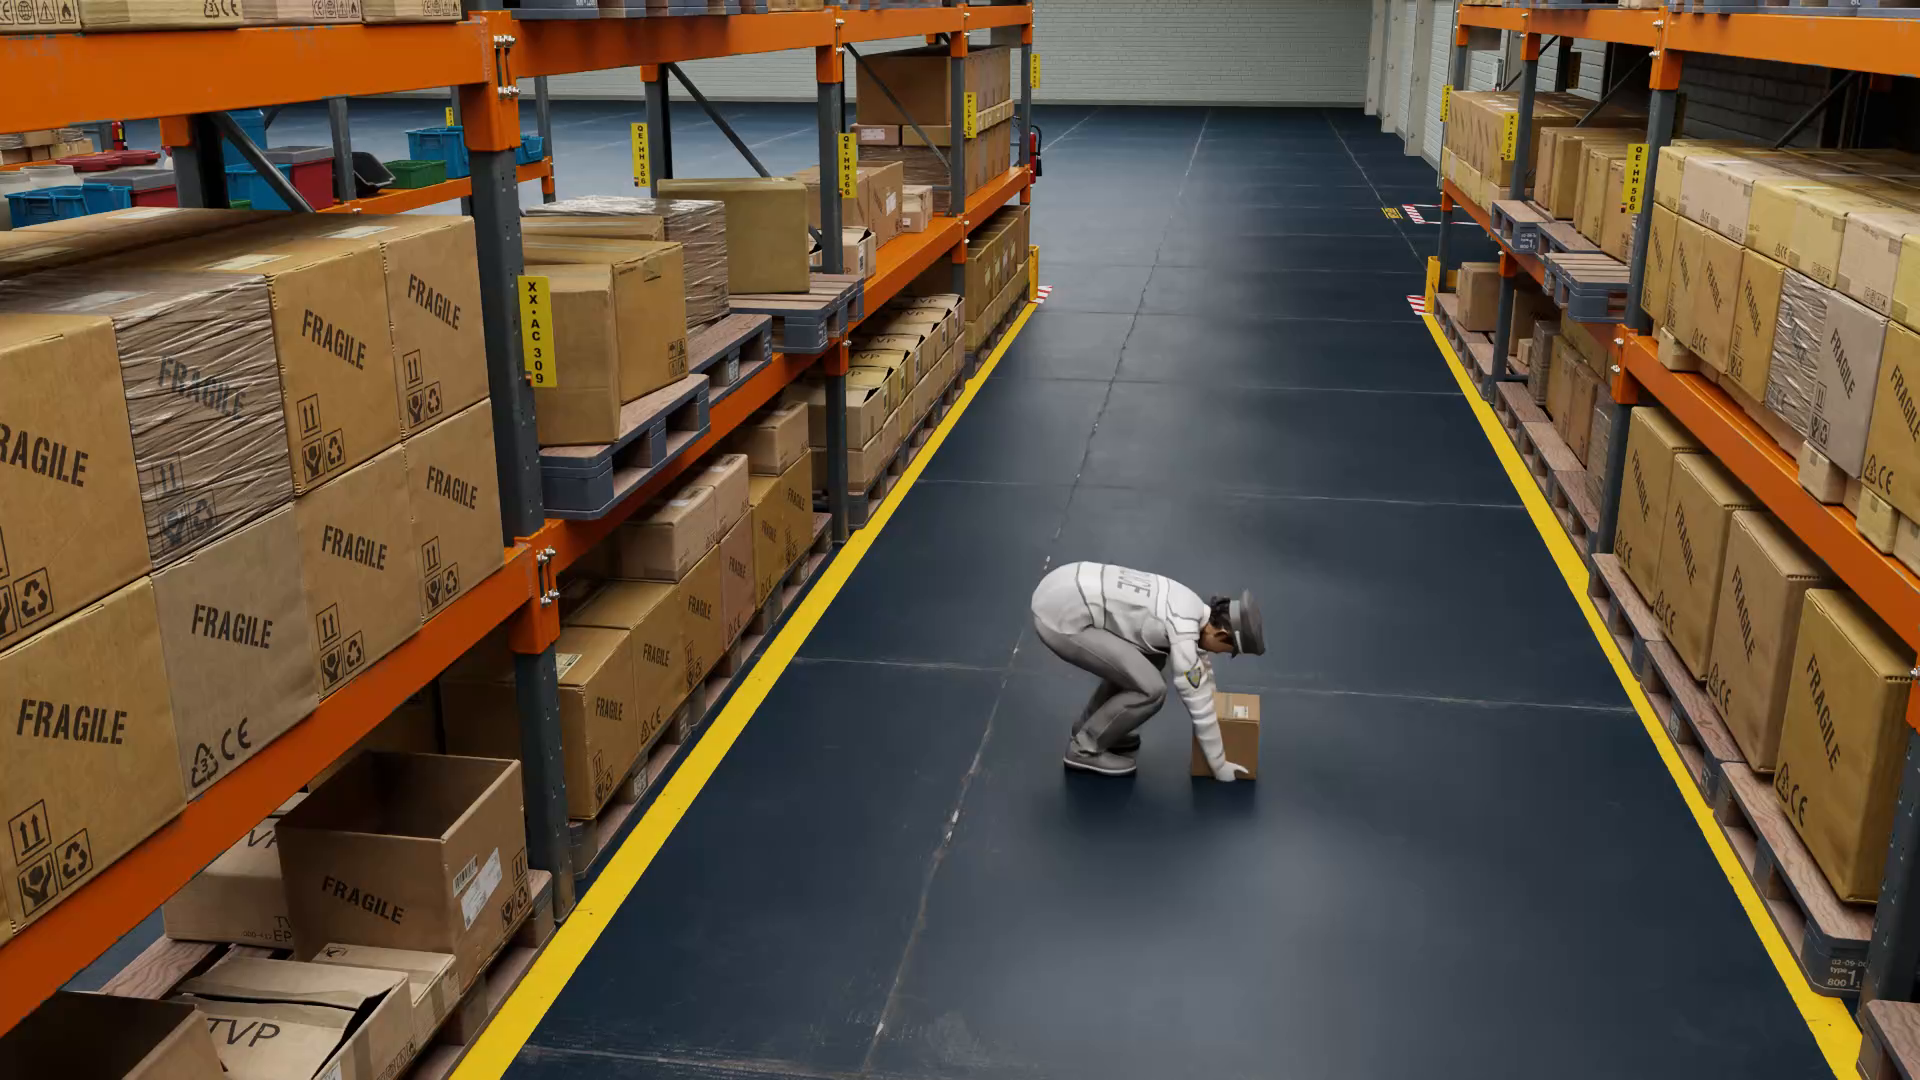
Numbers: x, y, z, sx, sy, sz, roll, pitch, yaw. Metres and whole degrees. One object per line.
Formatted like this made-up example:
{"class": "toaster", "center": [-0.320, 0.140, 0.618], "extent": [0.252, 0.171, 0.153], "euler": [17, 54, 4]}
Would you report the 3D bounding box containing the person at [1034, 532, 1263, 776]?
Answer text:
{"class": "person", "center": [0.724, 0.444, 6.442], "extent": [0.879, 0.889, 0.461], "euler": [2, 18, 6]}
